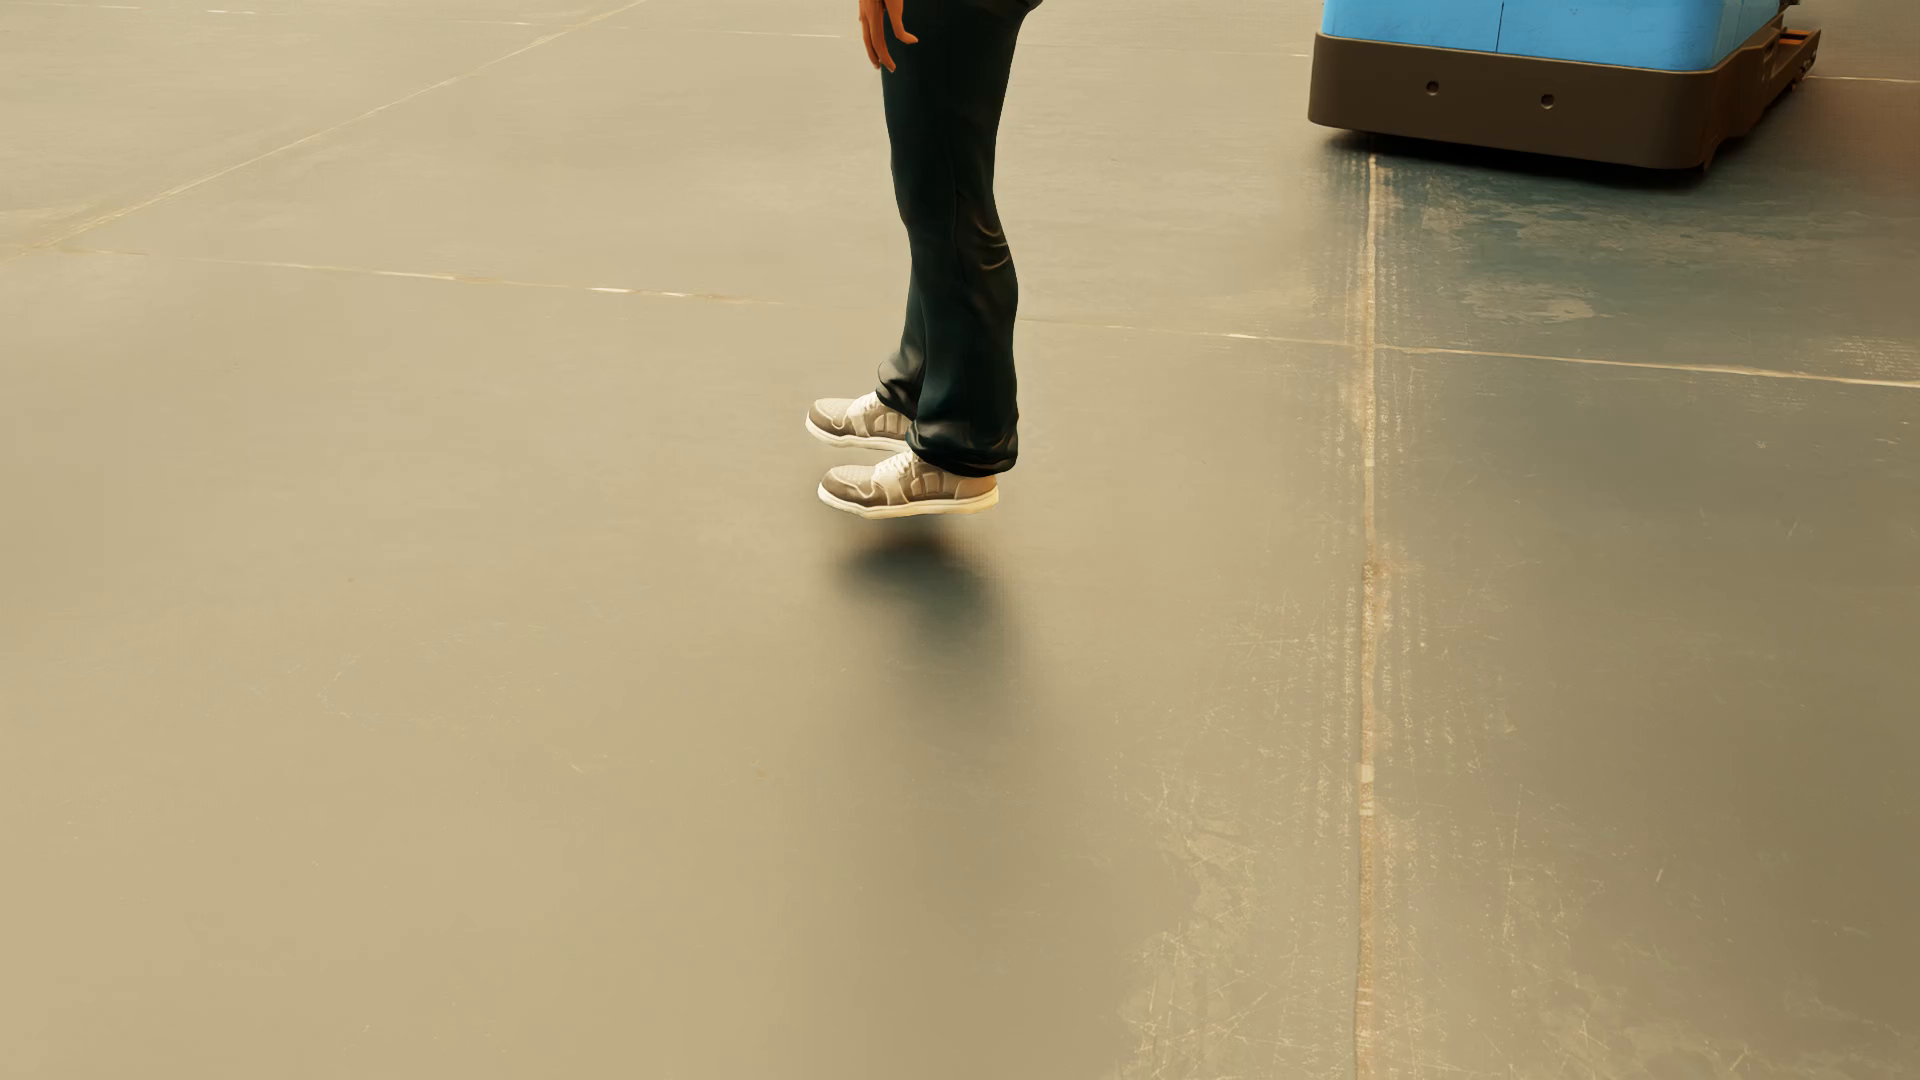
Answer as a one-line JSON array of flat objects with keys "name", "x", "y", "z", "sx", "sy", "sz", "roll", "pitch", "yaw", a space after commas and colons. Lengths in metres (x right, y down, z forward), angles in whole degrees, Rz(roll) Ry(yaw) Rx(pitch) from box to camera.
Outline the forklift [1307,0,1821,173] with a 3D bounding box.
[{"name": "forklift", "x": 2.197, "y": -2.861, "z": 4.917, "sx": 1.130, "sy": 2.935, "sz": 3.031, "roll": 16, "pitch": 31, "yaw": 29}]

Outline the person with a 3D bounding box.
[{"name": "person", "x": -0.068, "y": -0.769, "z": 2.145, "sx": 0.475, "sy": 1.597, "sz": 0.520, "roll": 6, "pitch": 27, "yaw": 11}]
